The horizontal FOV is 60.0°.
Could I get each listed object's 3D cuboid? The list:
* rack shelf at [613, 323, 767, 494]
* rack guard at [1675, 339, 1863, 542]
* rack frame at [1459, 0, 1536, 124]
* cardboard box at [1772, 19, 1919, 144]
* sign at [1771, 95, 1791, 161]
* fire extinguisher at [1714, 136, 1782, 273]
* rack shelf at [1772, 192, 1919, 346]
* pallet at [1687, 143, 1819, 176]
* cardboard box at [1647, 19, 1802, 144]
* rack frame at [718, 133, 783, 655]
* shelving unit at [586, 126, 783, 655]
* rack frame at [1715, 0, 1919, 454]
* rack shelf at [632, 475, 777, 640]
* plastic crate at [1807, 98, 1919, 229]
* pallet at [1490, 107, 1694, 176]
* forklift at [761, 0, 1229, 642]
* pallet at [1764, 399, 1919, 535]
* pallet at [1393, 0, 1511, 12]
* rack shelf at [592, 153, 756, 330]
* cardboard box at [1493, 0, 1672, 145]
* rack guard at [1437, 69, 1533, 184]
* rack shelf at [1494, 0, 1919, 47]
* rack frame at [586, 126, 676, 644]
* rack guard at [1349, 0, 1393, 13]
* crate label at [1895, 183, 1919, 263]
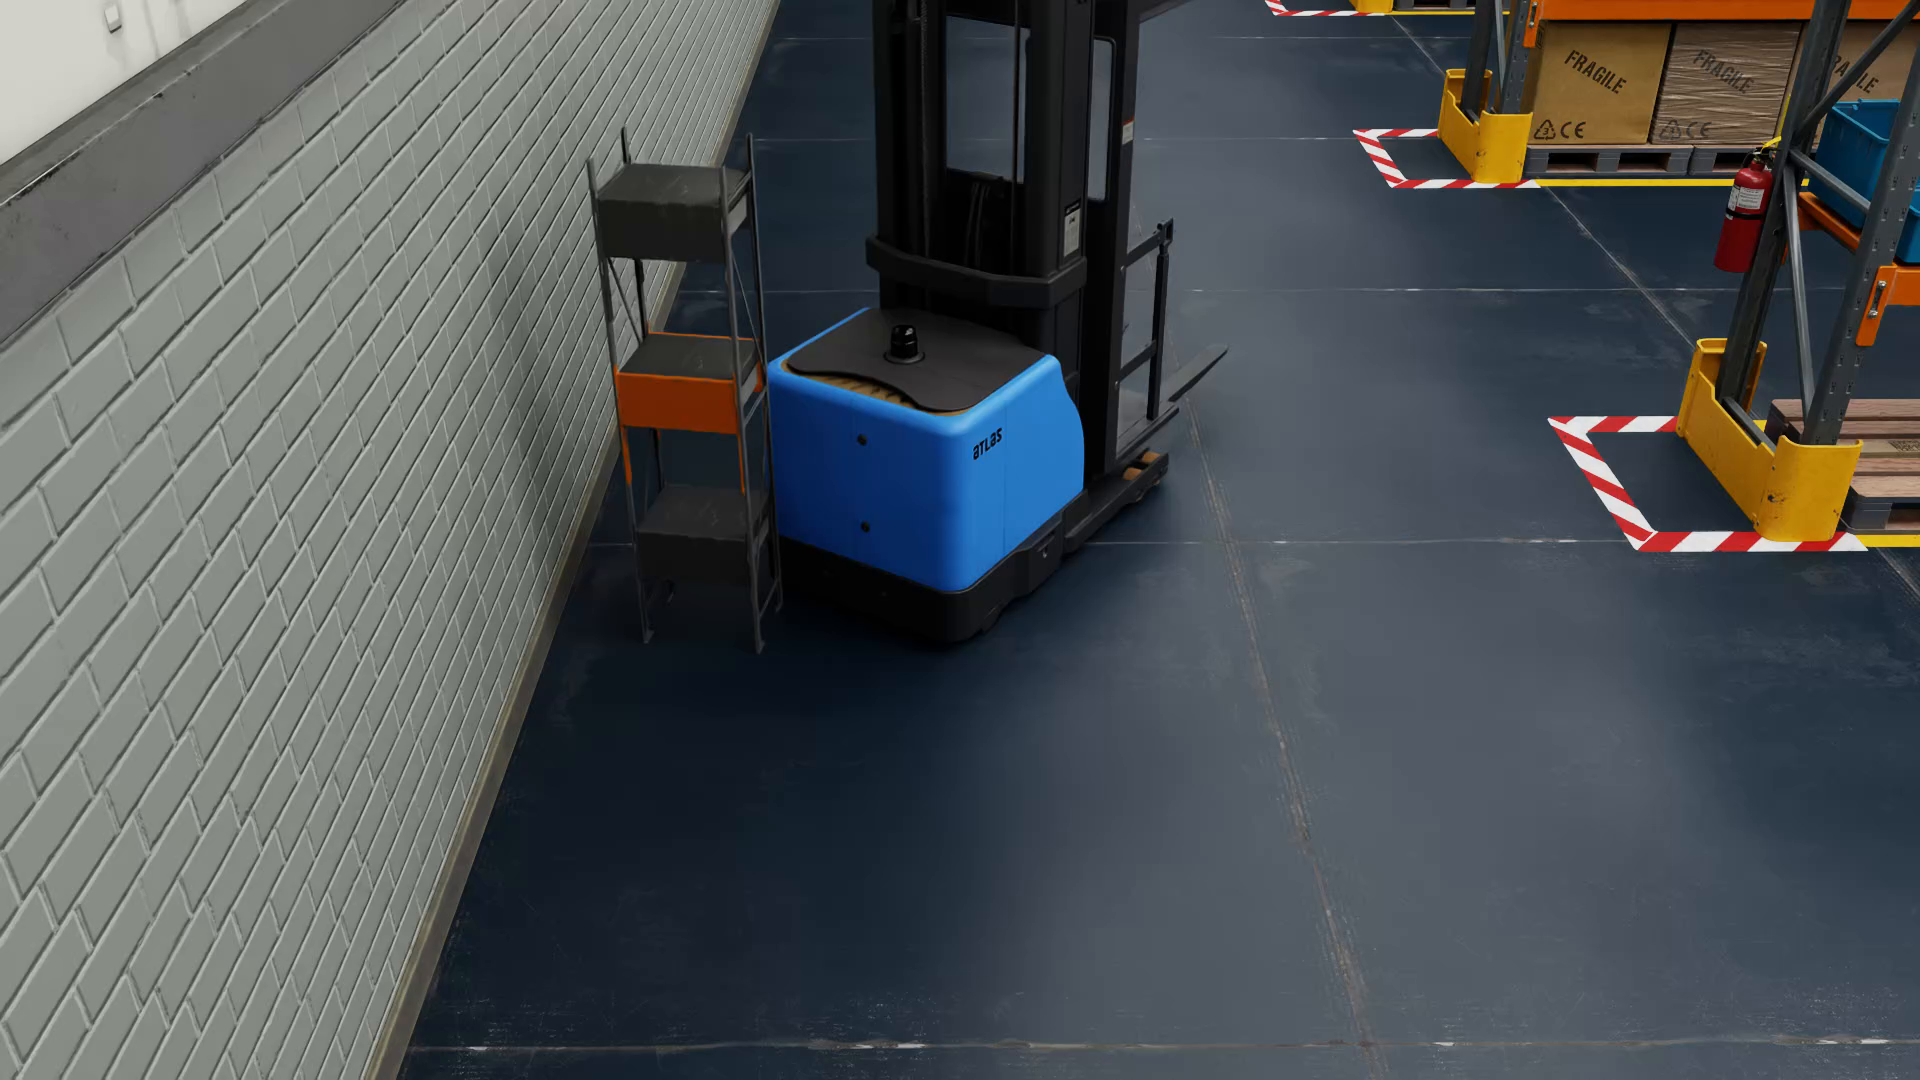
[{"bbox_3d":[-1.055,-0.528,6.622,0.480,0.518,0.431,5,32,8],"label":"rack shelf"},{"bbox_3d":[3.911,-0.509,8.107,0.348,0.500,1.175,0,31,0],"label":"rack guard"},{"bbox_3d":[3.906,-4.154,11.704,0.127,3.000,1.000,0,31,0],"label":"rack frame"},{"bbox_3d":[6.345,-3.474,12.227,0.875,0.875,0.875,0,31,0],"label":"cardboard box"},{"bbox_3d":[3.916,-1.939,7.898,0.005,0.325,0.100,0,31,0],"label":"sign"},{"bbox_3d":[3.782,-1.627,7.974,0.183,0.674,0.296,0,31,0],"label":"fire extinguisher"},{"bbox_3d":[5.935,-1.283,7.667,4.000,0.370,1.077,0,31,0],"label":"rack shelf"},{"bbox_3d":[5.922,-3.007,12.502,1.213,0.211,1.003,0,31,0],"label":"pallet"},{"bbox_3d":[5.455,-3.471,12.223,0.875,0.875,0.875,0,31,0],"label":"cardboard box"},{"bbox_3d":[-0.814,-0.519,6.582,0.015,2.100,0.400,5,32,8],"label":"rack frame"},{"bbox_3d":[-1.055,-0.539,6.615,0.503,2.100,0.431,5,32,8],"label":"shelving unit"},{"bbox_3d":[3.935,-1.584,7.470,0.127,3.000,1.000,0,31,0],"label":"rack frame"},{"bbox_3d":[-1.055,0.071,6.985,0.480,0.518,0.431,5,32,8],"label":"rack shelf"},{"bbox_3d":[4.269,-1.723,7.606,0.499,0.435,0.616,0,31,0],"label":"plastic crate"},{"bbox_3d":[4.705,-3.004,12.498,1.213,0.211,1.003,0,31,0],"label":"pallet"},{"bbox_3d":[0.370,-1.555,7.487,1.130,2.935,3.031,18,36,27],"label":"forklift"},{"bbox_3d":[4.760,-0.375,8.164,1.213,0.211,1.003,0,31,0],"label":"pallet"},{"bbox_3d":[4.865,-5.519,16.643,1.213,0.211,1.003,0,31,0],"label":"pallet"},{"bbox_3d":[-1.055,-1.126,6.258,0.480,0.518,0.431,5,32,8],"label":"rack shelf"},{"bbox_3d":[4.545,-3.468,12.218,0.875,0.875,0.875,0,31,0],"label":"cardboard box"},{"bbox_3d":[3.882,-3.085,12.352,0.348,0.500,1.175,0,31,0],"label":"rack guard"},{"bbox_3d":[5.905,-3.852,11.901,4.000,0.370,1.077,0,31,0],"label":"rack shelf"},{"bbox_3d":[-1.296,-0.559,6.647,0.015,2.100,0.400,5,32,8],"label":"rack frame"},{"bbox_3d":[4.053,-5.658,16.594,0.348,0.500,1.175,0,31,0],"label":"rack guard"},{"bbox_3d":[4.184,-1.369,7.217,0.303,0.233,0.416,0,31,0],"label":"crate label"}]
